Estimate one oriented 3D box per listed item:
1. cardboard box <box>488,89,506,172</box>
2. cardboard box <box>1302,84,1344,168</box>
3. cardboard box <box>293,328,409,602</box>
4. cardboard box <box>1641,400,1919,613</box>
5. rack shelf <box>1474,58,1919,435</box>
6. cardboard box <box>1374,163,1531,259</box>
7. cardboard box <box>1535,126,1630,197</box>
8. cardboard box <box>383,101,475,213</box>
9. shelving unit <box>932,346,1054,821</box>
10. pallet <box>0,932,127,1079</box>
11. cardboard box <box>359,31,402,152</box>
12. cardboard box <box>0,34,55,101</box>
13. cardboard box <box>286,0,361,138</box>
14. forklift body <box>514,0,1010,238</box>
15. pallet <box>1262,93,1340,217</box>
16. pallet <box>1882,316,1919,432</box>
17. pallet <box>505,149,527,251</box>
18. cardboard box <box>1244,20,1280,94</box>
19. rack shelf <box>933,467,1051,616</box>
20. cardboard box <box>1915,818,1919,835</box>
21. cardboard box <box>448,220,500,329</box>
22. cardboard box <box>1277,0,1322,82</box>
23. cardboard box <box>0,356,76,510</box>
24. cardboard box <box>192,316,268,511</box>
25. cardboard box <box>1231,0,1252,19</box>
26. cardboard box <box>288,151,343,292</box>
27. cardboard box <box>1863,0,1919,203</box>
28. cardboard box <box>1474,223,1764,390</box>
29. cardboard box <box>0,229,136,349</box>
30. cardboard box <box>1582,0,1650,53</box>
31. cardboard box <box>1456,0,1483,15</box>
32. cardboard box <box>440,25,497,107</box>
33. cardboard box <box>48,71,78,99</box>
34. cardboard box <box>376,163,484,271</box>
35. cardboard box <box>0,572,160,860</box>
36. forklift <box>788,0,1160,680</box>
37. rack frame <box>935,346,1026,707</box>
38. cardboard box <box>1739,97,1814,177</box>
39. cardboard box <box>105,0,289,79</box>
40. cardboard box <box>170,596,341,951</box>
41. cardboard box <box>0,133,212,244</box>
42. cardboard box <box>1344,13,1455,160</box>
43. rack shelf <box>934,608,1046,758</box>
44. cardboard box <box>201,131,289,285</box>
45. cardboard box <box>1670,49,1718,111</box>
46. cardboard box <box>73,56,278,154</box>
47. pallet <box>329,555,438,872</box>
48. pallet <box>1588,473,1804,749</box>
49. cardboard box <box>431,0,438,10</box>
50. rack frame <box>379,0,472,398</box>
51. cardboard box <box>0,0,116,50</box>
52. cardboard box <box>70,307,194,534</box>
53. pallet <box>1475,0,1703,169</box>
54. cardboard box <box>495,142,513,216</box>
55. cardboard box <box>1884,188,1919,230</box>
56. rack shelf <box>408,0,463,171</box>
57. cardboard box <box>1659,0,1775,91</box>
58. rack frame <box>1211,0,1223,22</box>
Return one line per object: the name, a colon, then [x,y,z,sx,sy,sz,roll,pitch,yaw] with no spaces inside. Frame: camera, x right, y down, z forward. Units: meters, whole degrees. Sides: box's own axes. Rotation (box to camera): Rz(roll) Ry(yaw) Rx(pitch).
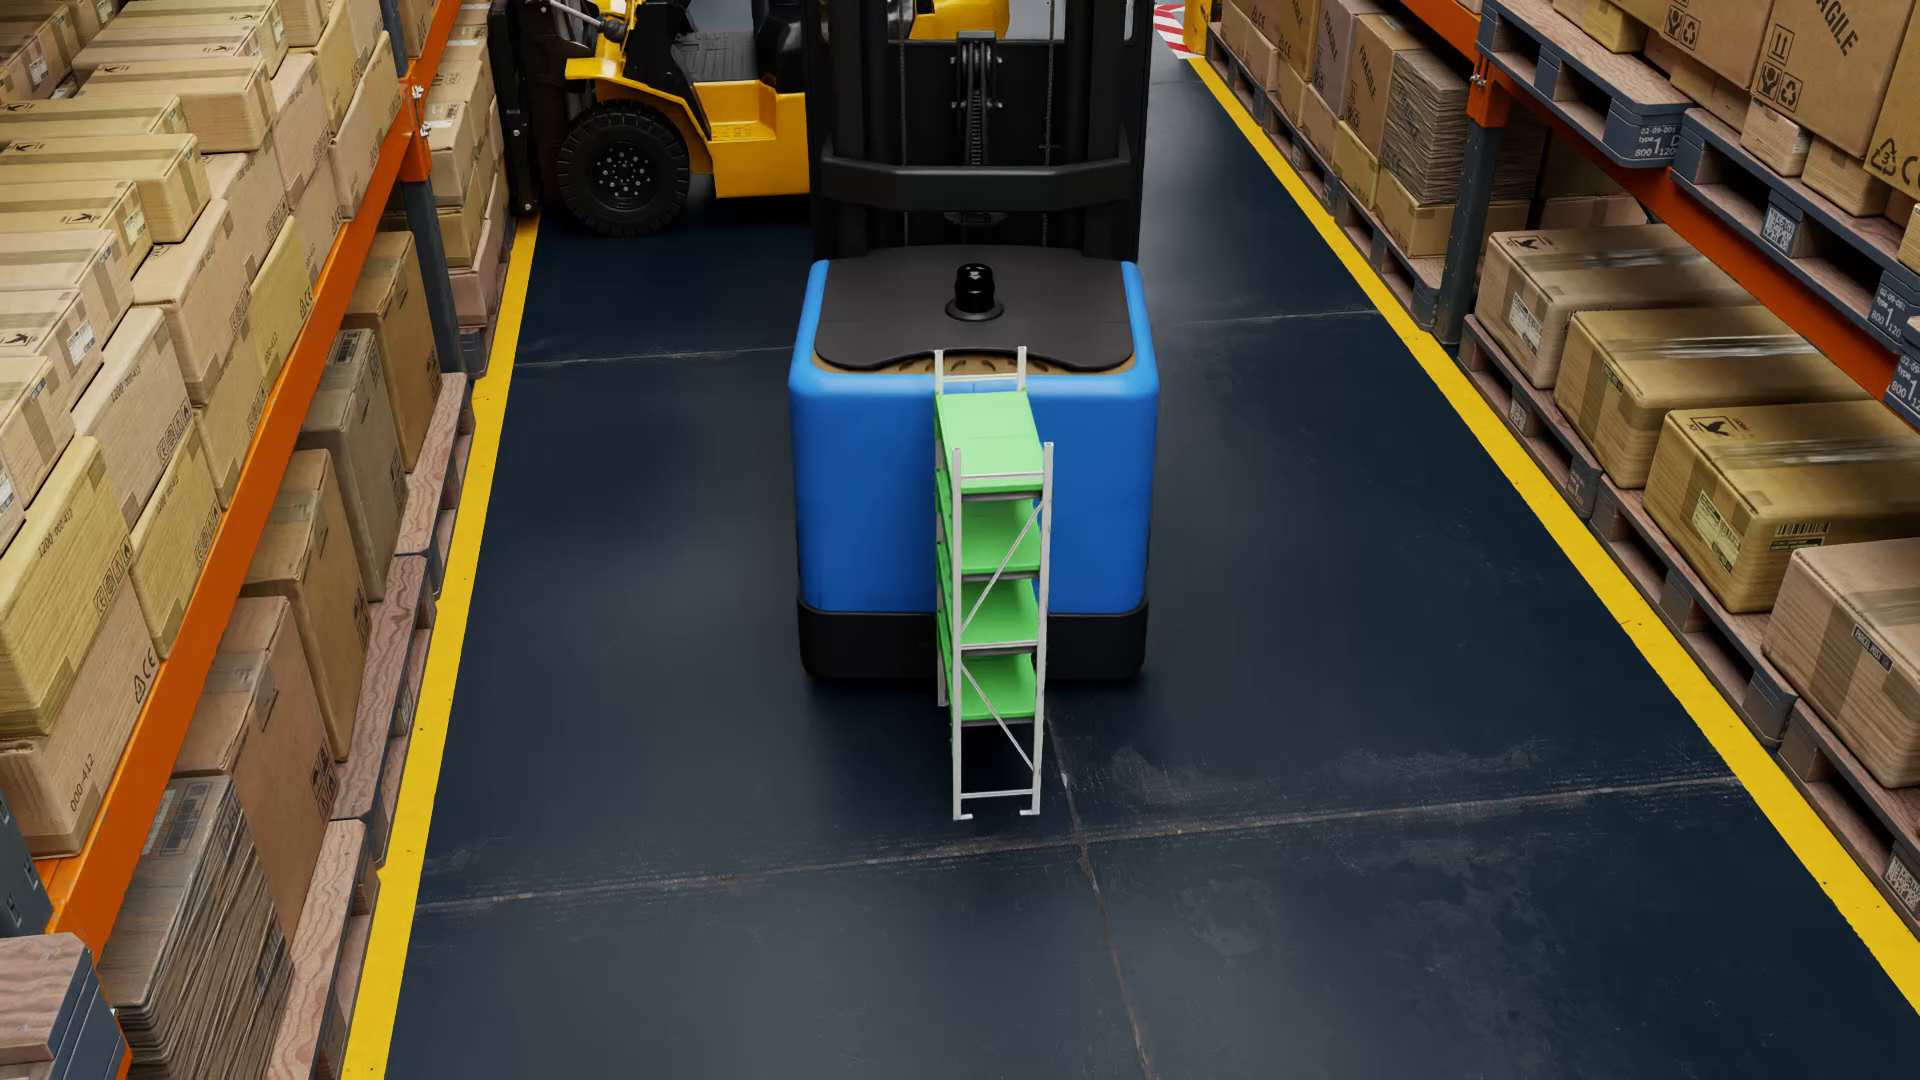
cardboard box: [-2.306,-1.837,7.407,0.500,0.250,0.500,-5,35,-7]
cardboard box: [2.006,-2.043,8.153,0.500,0.250,0.500,-4,34,-6]
cardboard box: [-2.243,-0.206,5.125,0.875,0.625,0.625,-5,35,-7]
cardboard box: [2.765,-0.122,5.226,0.950,0.372,0.625,-3,34,-5]
rack shelf: [2.766,-0.702,4.756,1.077,0.370,4.000,-4,35,-6]
cardboard box: [2.151,-1.463,7.301,0.500,0.250,0.500,-3,34,-4]
cardboard box: [2.685,-1.813,7.149,0.500,0.500,0.500,-3,34,-4]
cardboard box: [-2.175,-1.482,6.442,0.500,0.250,0.500,-5,35,-7]
shelving unit: [0.077,0.135,4.485,0.258,1.200,0.503,-3,35,-5]
pallet: [-1.722,0.947,1.868,1.213,0.211,1.003,-4,35,-6]
cardboard box: [-2.094,-1.414,5.295,0.500,0.250,0.500,-4,34,-5]
cardboard box: [-2.467,-1.119,4.064,0.380,0.149,0.250,-5,35,-7]
cardboard box: [-2.025,-1.341,4.744,0.500,0.250,0.500,-5,35,-8]
forklift body: [-0.896,-2.699,7.801,2.313,2.155,1.214,-4,35,-6]
pallet: [2.204,-2.018,8.524,1.003,0.211,1.213,-4,35,-6]
pallet: [2.834,-0.194,3.541,1.213,0.211,1.003,-4,35,-6]
pallet: [-2.654,-1.715,8.079,1.003,0.211,1.213,-4,35,-6]
cardboard box: [1.855,-2.629,9.012,0.500,0.250,0.500,-3,34,-5]
rack shelf: [0.077,-0.010,4.385,0.258,0.148,0.480,-3,35,-5]
cardboard box: [2.969,0.713,4.001,0.950,0.372,0.625,-7,35,-10]
cardboard box: [-2.158,-1.070,6.725,0.500,0.250,0.500,-4,34,-6]
cardboard box: [1.931,-2.639,8.361,0.500,0.500,0.500,-4,34,-5]
cardboard box: [-1.671,-0.164,2.662,0.380,0.149,0.250,-4,34,-5]
cardboard box: [-1.840,-0.278,3.627,0.500,0.250,0.500,-5,35,-8]
cardboard box: [1.797,-3.211,9.201,0.500,0.500,0.500,-5,35,-8]
cardboard box: [-1.984,-0.855,4.474,0.500,0.250,0.500,-4,34,-6]
cardboard box: [2.549,-1.023,3.862,0.500,0.500,0.500,-7,35,-10]
cardboard box: [2.570,-0.911,6.384,0.950,0.372,0.625,-4,34,-6]
cardboard box: [-1.779,-0.450,3.083,0.380,0.149,0.250,-4,34,-6]
cardboard box: [2.283,-1.713,5.450,0.380,0.149,0.250,-4,34,-5]
cardboard box: [2.152,-2.168,6.491,0.380,0.149,0.250,-5,35,-7]
cardboard box: [-2.312,-2.045,7.268,0.500,0.250,0.500,-3,34,-5]
cardboard box: [-2.491,-1.011,4.260,0.500,0.250,0.500,-5,35,-8]
cardboard box: [-2.180,-1.275,6.582,0.500,0.250,0.500,-5,35,-7]
cardboard box: [-1.701,0.290,2.794,0.500,0.250,0.500,-4,35,-6]
forklift: [0.056,-1.586,5.475,1.130,2.935,3.031,0,34,1]
rack frame: [0.053,-0.002,4.685,0.240,1.200,0.015,-3,35,-5]
cardboard box: [2.406,-1.124,4.586,0.380,0.149,0.250,-3,34,-5]
cardboard box: [-1.982,-1.302,4.333,0.380,0.149,0.250,-5,35,-8]
cardboard box: [-2.049,0.589,3.958,0.875,0.625,0.625,-3,34,-5]
cardboard box: [-1.818,-0.735,3.500,0.380,0.149,0.250,-4,34,-5]
cardboard box: [2.081,-2.056,7.507,0.500,0.500,0.500,-4,34,-6]
rack shelf: [0.077,0.386,4.657,0.258,0.148,0.480,-3,35,-5]
cardboard box: [-1.913,-0.772,3.909,0.500,0.250,0.500,-4,34,-6]
cardboard box: [2.390,-1.414,5.012,0.380,0.149,0.250,-4,34,-6]
cardboard box: [-1.841,-1.020,3.919,0.380,0.149,0.250,-5,35,-8]
pallet: [-2.116,0.505,4.821,1.003,0.211,1.213,-4,35,-6]
pallet: [2.771,0.153,5.338,1.003,0.211,1.213,-4,35,-6]
cardboard box: [-2.308,-2.336,6.425,0.500,0.500,0.500,-4,34,-6]
rack frame: [-2.421,-1.738,5.636,1.000,3.000,0.127,-4,35,-6]
cardboard box: [-2.514,-1.401,4.477,0.380,0.149,0.250,-5,35,-7]
cardboard box: [-1.767,-0.196,3.063,0.500,0.250,0.500,-3,34,-5]
pallet: [2.456,-1.599,5.603,1.003,0.211,1.213,-4,35,-6]
cardboard box: [-2.326,-1.638,7.558,0.500,0.250,0.500,-4,34,-6]
cardboard box: [2.586,-0.843,4.174,0.380,0.149,0.250,-4,34,-6]
rack shelf: [-2.690,-2.557,7.477,1.077,0.370,4.000,-4,35,-6]
cardboard box: [2.397,-1.614,4.729,0.500,0.500,0.500,-5,35,-7]
rack frame: [1.959,-4.348,9.466,1.000,3.000,0.127,-4,35,-6]
